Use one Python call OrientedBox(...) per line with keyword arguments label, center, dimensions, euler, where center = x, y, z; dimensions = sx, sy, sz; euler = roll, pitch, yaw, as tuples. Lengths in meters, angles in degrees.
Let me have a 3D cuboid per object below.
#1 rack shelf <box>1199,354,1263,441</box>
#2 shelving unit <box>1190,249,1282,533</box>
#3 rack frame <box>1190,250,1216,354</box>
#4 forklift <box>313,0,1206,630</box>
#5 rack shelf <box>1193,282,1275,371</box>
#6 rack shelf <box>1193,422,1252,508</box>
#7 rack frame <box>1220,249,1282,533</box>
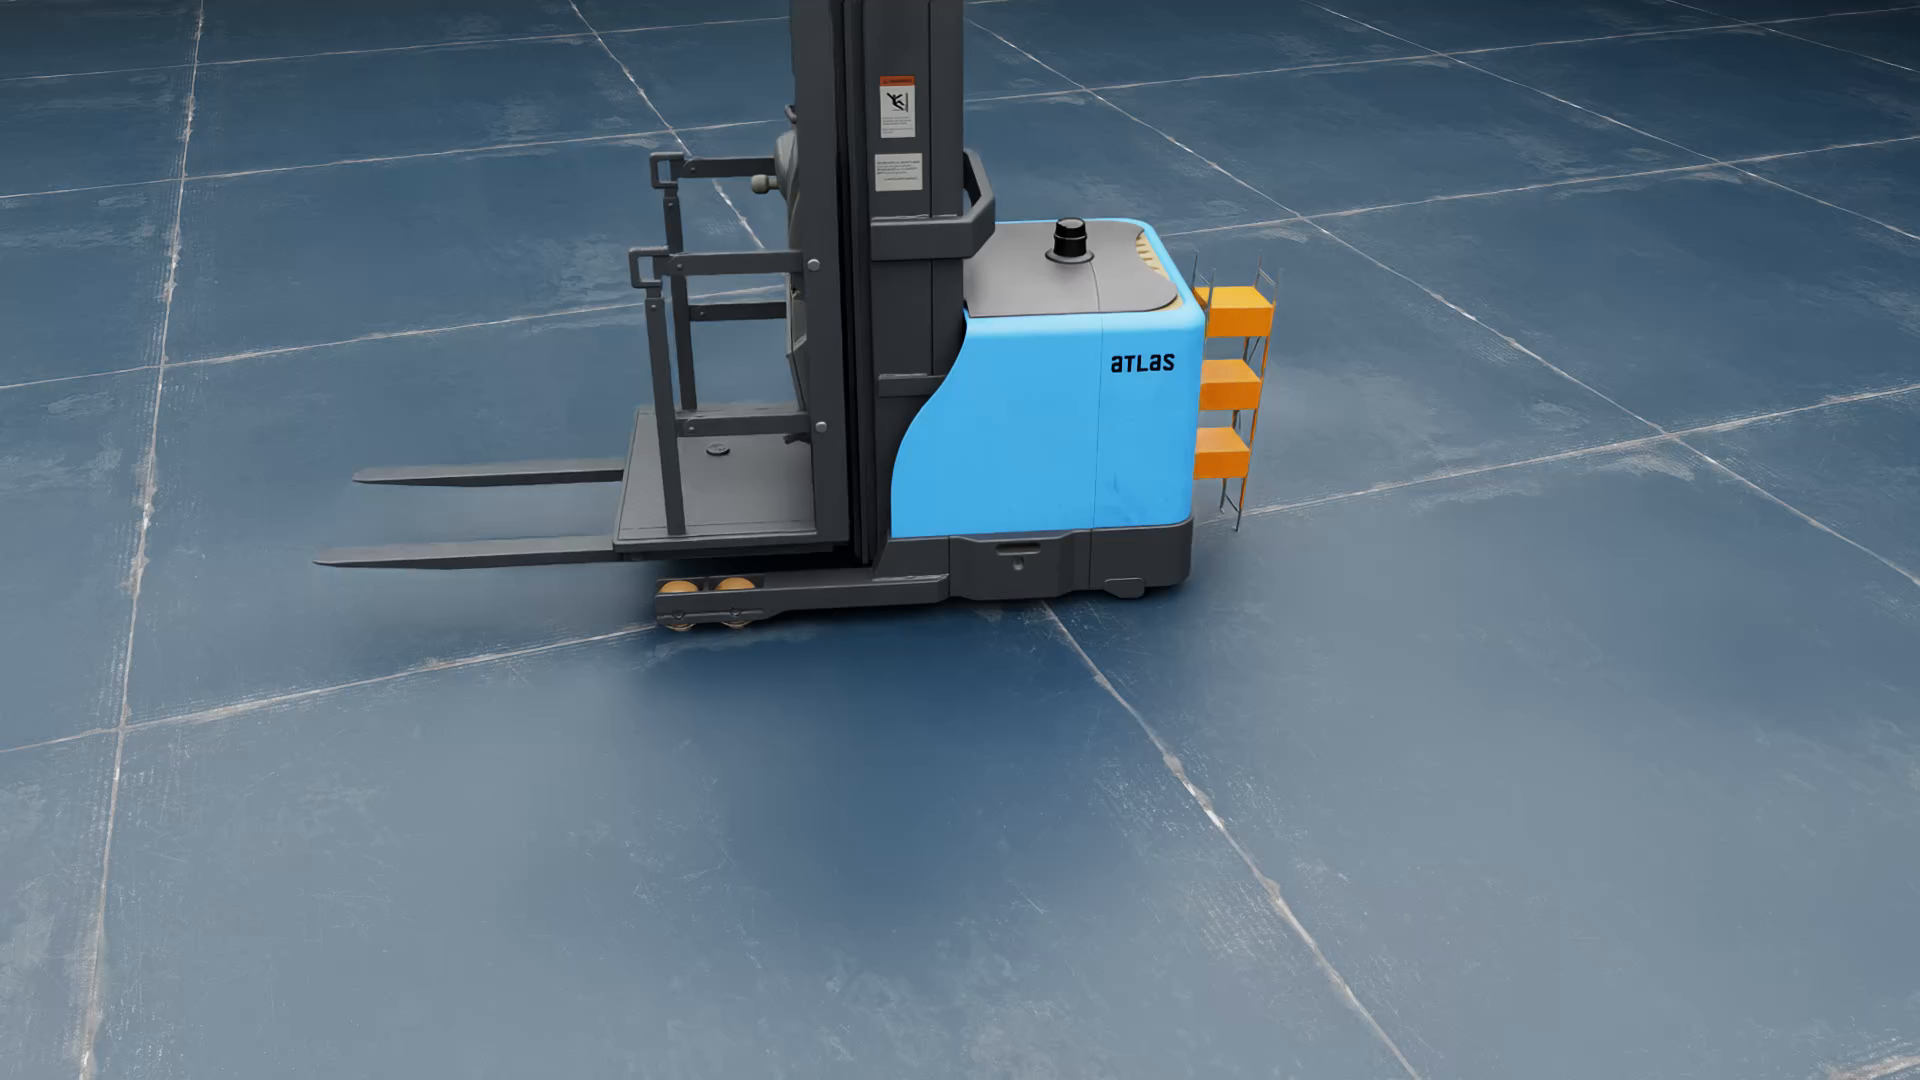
OrientedBox(label="rack shelf", center=(0.946, -0.520, 6.108), dimensions=(0.240, 0.259, 0.215), euler=(-3, 30, -12))
OrientedBox(label="shelving unit", center=(0.946, -0.529, 6.103), dimensions=(0.252, 1.050, 0.215), euler=(-3, 30, -12))
OrientedBox(label="rack frame", center=(0.827, -0.523, 6.078), dimensions=(0.008, 1.050, 0.200), euler=(-3, 30, -12))
OrientedBox(label="forklift", center=(-0.732, -1.240, 5.466), dimensions=(3.031, 2.935, 1.130), euler=(-3, 30, -5))
OrientedBox(label="rack shelf", center=(0.963, -0.767, 5.971), dimensions=(0.240, 0.259, 0.215), euler=(-3, 30, -12))
OrientedBox(label="rack shelf", center=(0.928, -0.277, 6.242), dimensions=(0.240, 0.259, 0.215), euler=(-3, 30, -12))
OrientedBox(label="rack frame", center=(1.066, -0.534, 6.128), dimensions=(0.008, 1.050, 0.200), euler=(-3, 30, -12))
